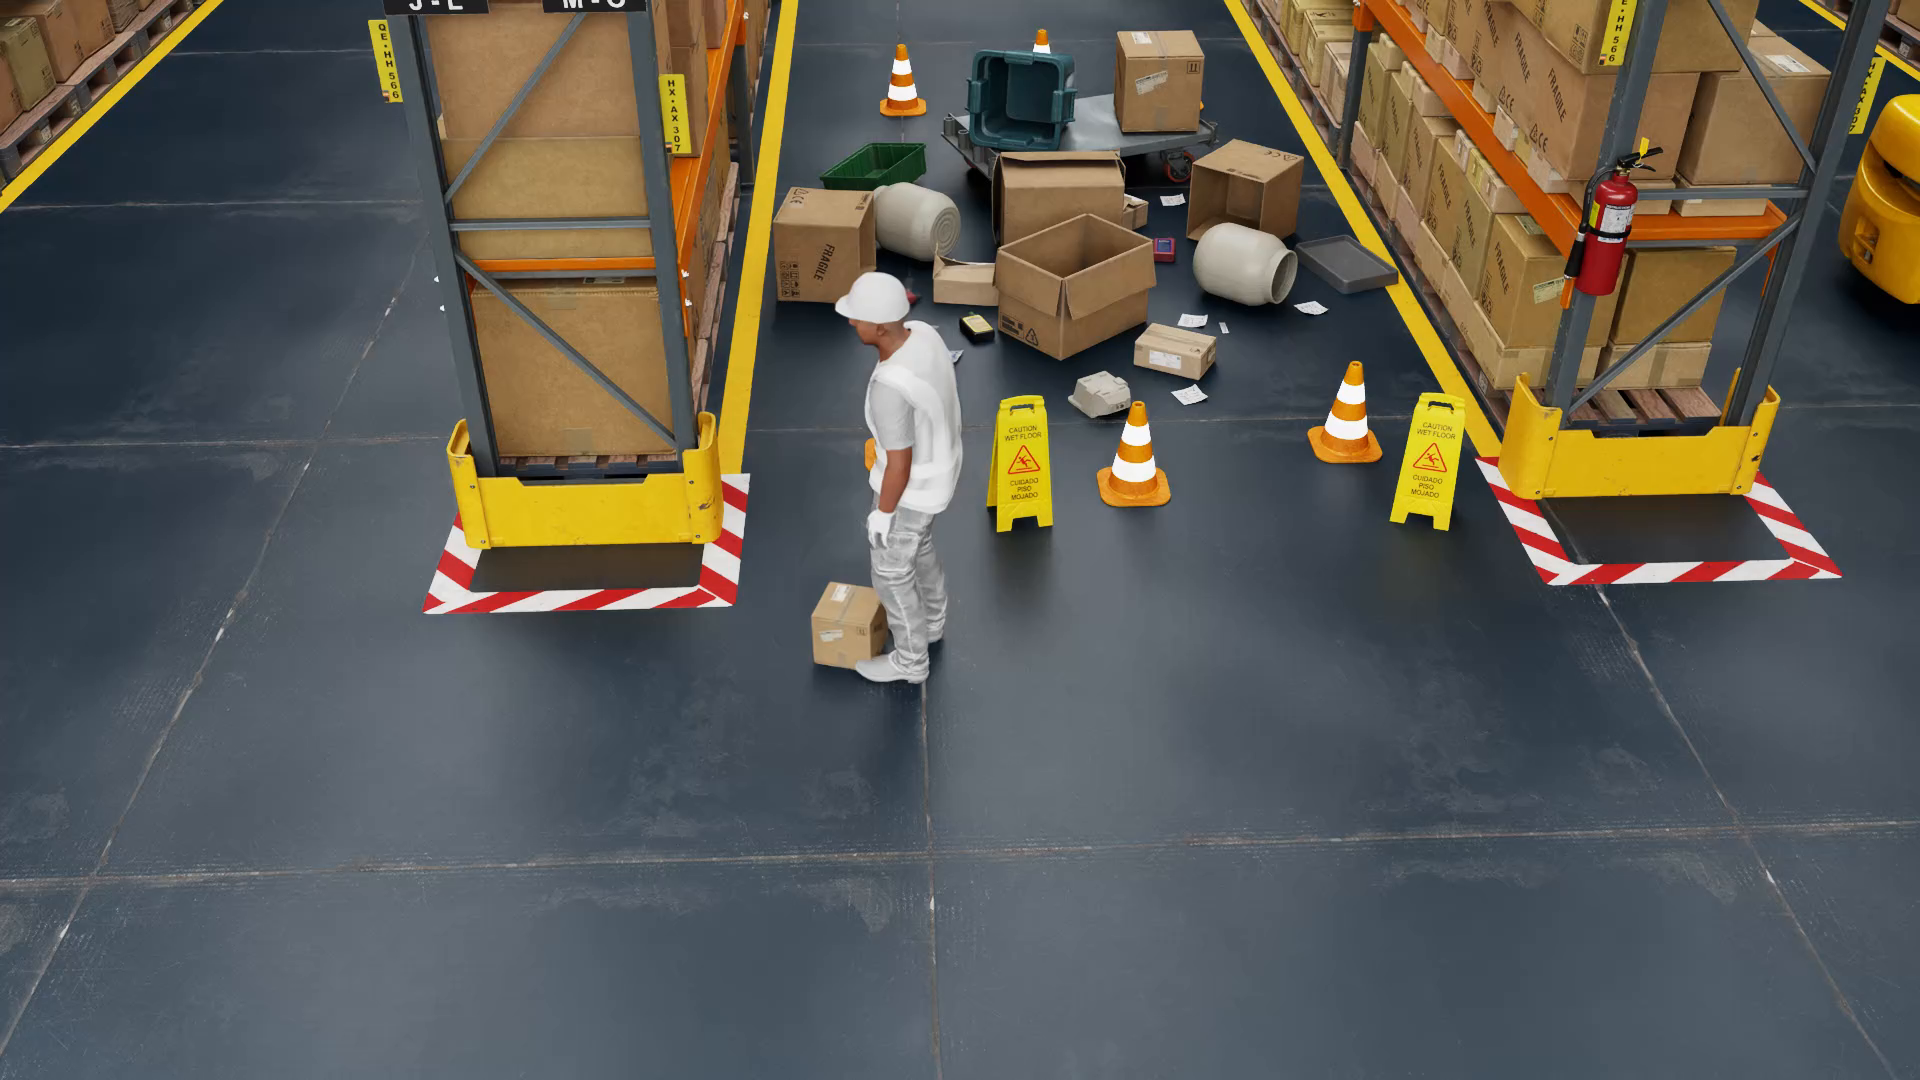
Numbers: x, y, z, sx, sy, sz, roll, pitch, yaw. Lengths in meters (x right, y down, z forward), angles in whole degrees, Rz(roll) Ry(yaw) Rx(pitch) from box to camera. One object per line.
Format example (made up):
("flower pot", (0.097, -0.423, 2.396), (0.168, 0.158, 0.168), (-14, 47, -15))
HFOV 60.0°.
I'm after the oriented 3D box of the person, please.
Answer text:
("person", (-0.226, -0.231, 6.468), (0.450, 1.773, 0.609), (8, 36, 11))
